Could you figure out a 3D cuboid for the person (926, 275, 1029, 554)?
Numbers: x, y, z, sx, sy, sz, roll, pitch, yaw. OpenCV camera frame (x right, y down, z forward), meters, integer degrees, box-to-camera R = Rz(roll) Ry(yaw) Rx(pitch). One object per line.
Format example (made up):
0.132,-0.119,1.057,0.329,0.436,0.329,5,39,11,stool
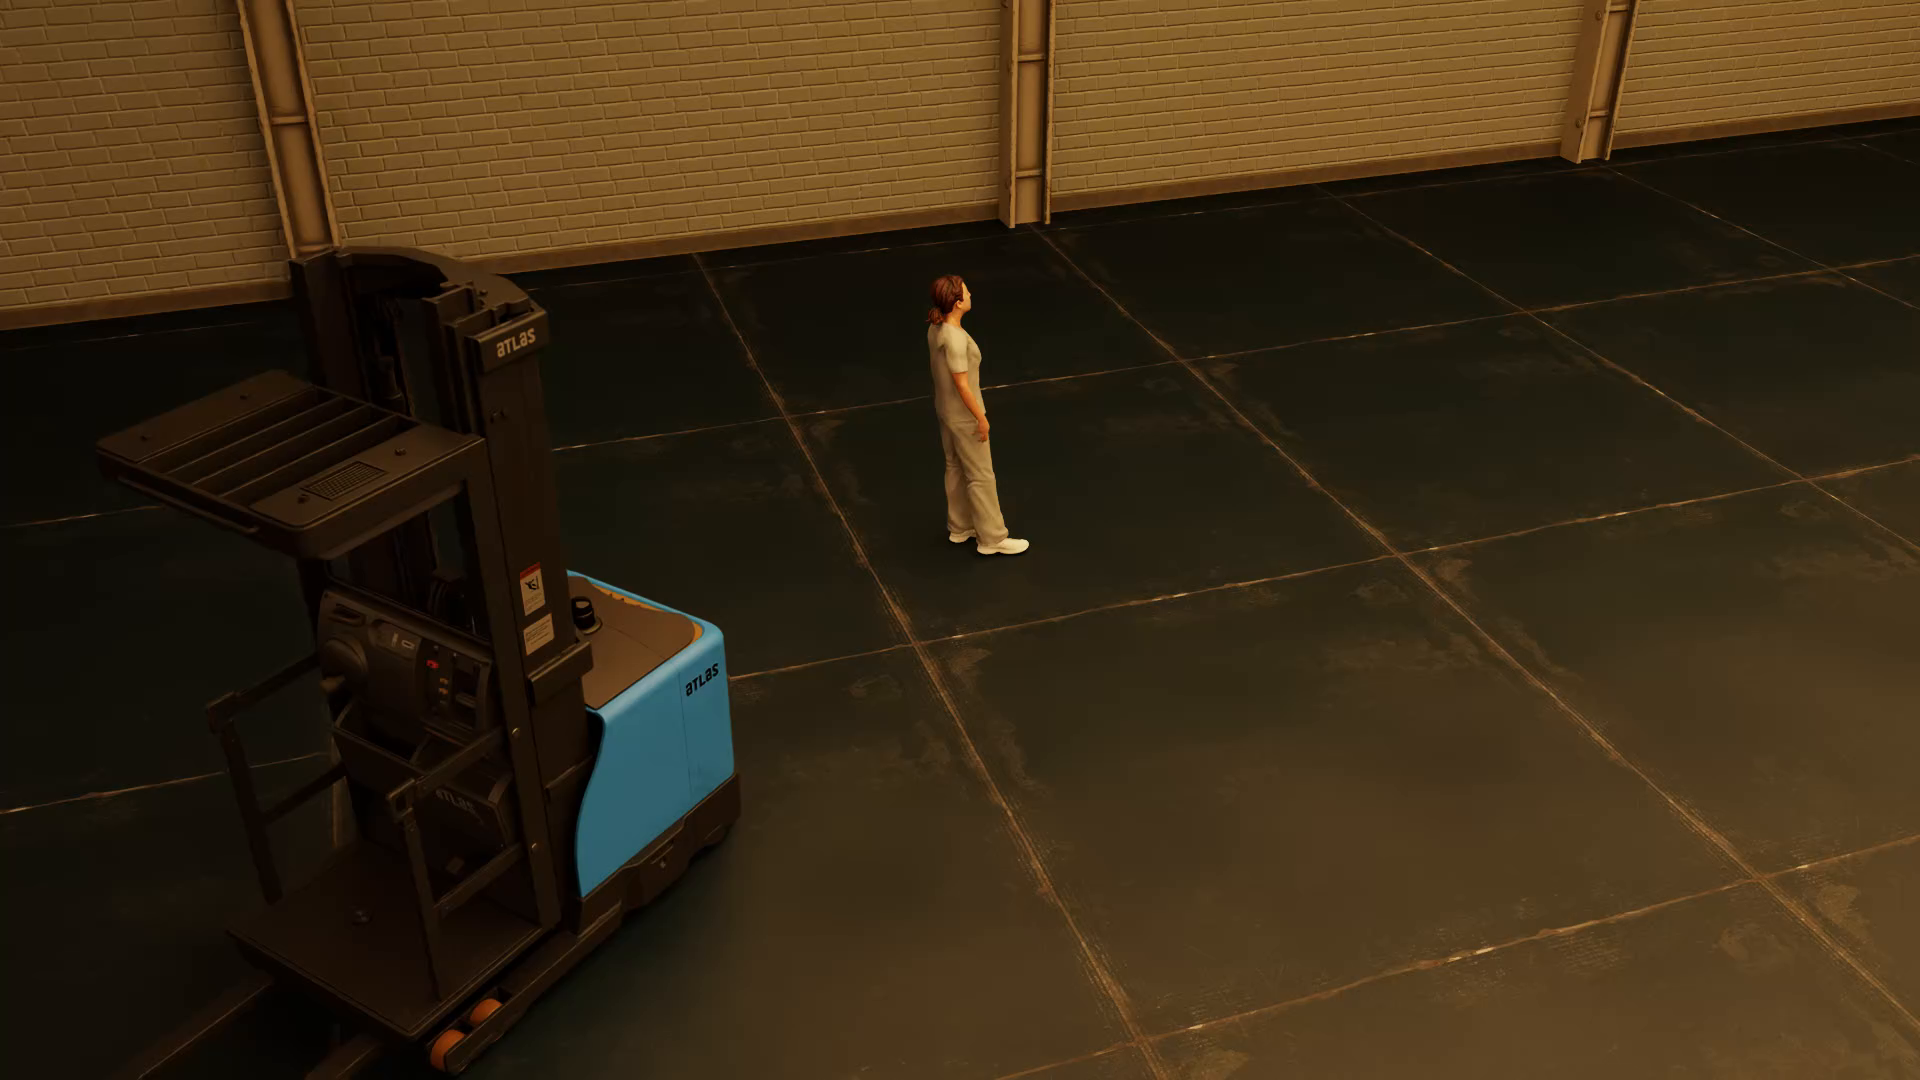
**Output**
0.074,-0.738,9.614,0.549,1.675,0.550,-10,31,-16,person

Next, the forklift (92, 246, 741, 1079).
-2.229,0.527,6.171,1.130,2.935,3.031,18,34,28,forklift
